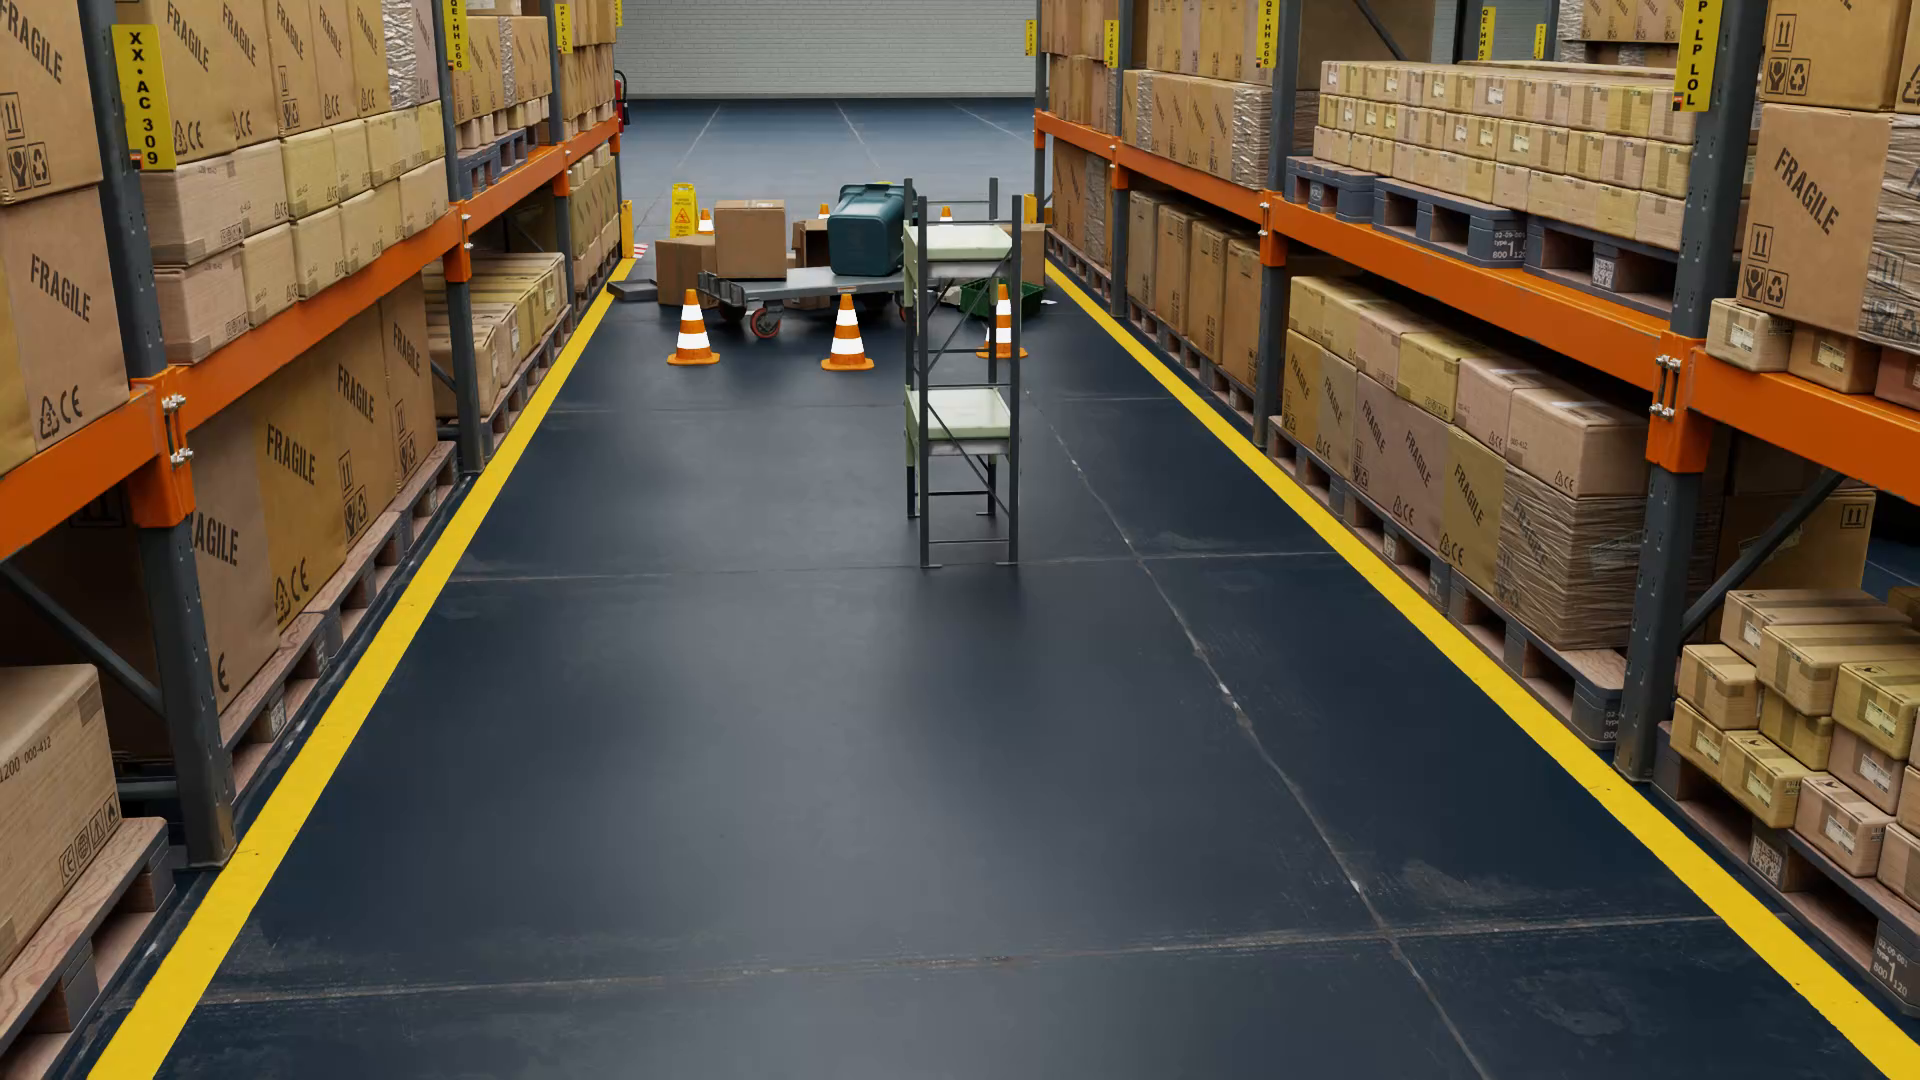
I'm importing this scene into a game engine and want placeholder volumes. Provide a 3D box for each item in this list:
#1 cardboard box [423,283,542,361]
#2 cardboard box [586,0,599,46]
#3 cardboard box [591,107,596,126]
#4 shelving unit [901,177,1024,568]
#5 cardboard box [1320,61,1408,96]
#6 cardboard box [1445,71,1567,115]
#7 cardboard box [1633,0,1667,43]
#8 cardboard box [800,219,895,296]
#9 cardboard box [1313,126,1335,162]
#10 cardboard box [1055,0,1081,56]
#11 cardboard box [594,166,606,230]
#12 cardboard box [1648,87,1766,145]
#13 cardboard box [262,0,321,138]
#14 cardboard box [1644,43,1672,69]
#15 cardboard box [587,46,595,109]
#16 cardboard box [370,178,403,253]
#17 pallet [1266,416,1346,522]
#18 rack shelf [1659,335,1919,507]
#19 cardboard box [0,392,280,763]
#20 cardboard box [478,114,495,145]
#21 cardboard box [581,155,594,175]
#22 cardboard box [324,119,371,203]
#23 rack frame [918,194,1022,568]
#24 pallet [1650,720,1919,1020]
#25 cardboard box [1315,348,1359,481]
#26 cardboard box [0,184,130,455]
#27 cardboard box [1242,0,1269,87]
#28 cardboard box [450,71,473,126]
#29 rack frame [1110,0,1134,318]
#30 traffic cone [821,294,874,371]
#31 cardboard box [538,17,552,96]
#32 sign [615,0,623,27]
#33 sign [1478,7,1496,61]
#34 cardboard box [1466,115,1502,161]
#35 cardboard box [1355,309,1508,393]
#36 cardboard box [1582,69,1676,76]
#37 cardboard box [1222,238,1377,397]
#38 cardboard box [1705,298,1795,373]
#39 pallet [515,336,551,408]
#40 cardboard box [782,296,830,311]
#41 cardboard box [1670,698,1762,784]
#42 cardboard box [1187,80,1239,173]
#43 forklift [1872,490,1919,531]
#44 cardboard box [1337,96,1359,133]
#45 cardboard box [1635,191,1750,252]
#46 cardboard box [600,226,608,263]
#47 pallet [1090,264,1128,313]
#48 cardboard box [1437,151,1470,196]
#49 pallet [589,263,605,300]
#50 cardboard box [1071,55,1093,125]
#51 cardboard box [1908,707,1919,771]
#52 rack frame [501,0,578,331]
[{"bbox_3d":[-3.068,-1.314,10.039,0.950,0.372,0.625,-1,17,-4],"label":"cardboard box"},{"bbox_3d":[-3.161,-4.052,12.744,0.700,0.500,0.500,-2,18,-7],"label":"cardboard box"},{"bbox_3d":[-3.235,-3.533,13.841,0.380,0.149,0.250,-2,18,-6],"label":"cardboard box"},{"bbox_3d":[-0.001,-0.718,6.959,0.431,1.500,0.755,-2,18,-6],"label":"shelving unit"},{"bbox_3d":[1.906,-2.155,7.759,0.380,0.149,0.250,-2,18,-6],"label":"cardboard box"},{"bbox_3d":[2.065,-1.690,6.279,0.380,0.149,0.250,-2,18,-6],"label":"cardboard box"},{"bbox_3d":[6.110,-4.490,14.138,0.500,0.500,0.500,-2,18,-6],"label":"cardboard box"},{"bbox_3d":[-0.884,-2.286,13.393,0.797,0.637,0.503,-2,18,-6],"label":"cardboard box"},{"bbox_3d":[1.896,-1.877,7.865,0.380,0.149,0.250,-2,18,-6],"label":"cardboard box"},{"bbox_3d":[1.296,-4.462,14.329,0.875,0.550,0.550,-2,18,-6],"label":"cardboard box"},{"bbox_3d":[-3.244,-2.846,13.871,0.500,0.500,0.500,-2,18,-7],"label":"cardboard box"},{"bbox_3d":[2.227,-1.222,4.786,0.380,0.149,0.250,-1,17,-3],"label":"cardboard box"},{"bbox_3d":[-2.339,-1.526,5.193,0.500,0.500,0.500,-2,18,-7],"label":"cardboard box"},{"bbox_3d":[6.418,-4.022,14.318,0.875,0.500,0.500,-2,18,-6],"label":"cardboard box"},{"bbox_3d":[-3.229,-3.722,13.363,0.500,0.500,0.500,-2,17,-5],"label":"cardboard box"},{"bbox_3d":[-2.448,-1.236,6.357,0.500,0.250,0.500,-2,18,-6],"label":"cardboard box"},{"bbox_3d":[2.130,-0.372,8.011,1.003,0.211,1.213,-2,18,-6],"label":"pallet"},{"bbox_3d":[2.669,0.195,2.749,1.077,0.370,4.000,-2,18,-6],"label":"rack shelf"},{"bbox_3d":[-2.594,0.070,4.792,0.875,0.875,0.875,-1,17,-4],"label":"cardboard box"},{"bbox_3d":[-2.697,-2.187,8.852,0.380,0.149,0.250,-2,18,-5],"label":"cardboard box"},{"bbox_3d":[-3.106,-2.957,13.141,0.380,0.149,0.250,-1,17,-2],"label":"cardboard box"},{"bbox_3d":[-2.377,-1.324,5.802,0.500,0.250,0.500,-2,18,-7],"label":"cardboard box"},{"bbox_3d":[0.037,-0.609,6.611,0.400,1.500,0.023,-2,18,-6],"label":"rack frame"},{"bbox_3d":[2.568,0.785,4.323,1.003,0.211,1.213,-2,18,-6],"label":"pallet"},{"bbox_3d":[1.925,-0.575,7.473,0.500,0.500,0.500,-2,17,-5],"label":"cardboard box"},{"bbox_3d":[-2.148,-0.478,3.526,0.500,0.500,0.500,-2,18,-5],"label":"cardboard box"},{"bbox_3d":[1.961,-2.745,9.077,0.700,0.500,0.500,-2,18,-6],"label":"cardboard box"},{"bbox_3d":[-2.679,-2.284,8.079,0.500,0.500,0.500,-2,18,-7],"label":"cardboard box"},{"bbox_3d":[1.638,-3.127,12.131,1.000,3.000,0.127,-2,18,-6],"label":"rack frame"},{"bbox_3d":[-0.730,-1.352,10.712,0.336,0.463,0.334,-2,18,-6],"label":"traffic cone"},{"bbox_3d":[-2.999,-3.204,11.010,0.500,0.500,0.500,-2,18,-7],"label":"cardboard box"},{"bbox_3d":[-3.134,-4.851,15.159,0.100,0.325,0.005,-2,18,-6],"label":"sign"},{"bbox_3d":[2.589,-2.470,8.236,0.100,0.325,0.005,-2,18,-6],"label":"sign"},{"bbox_3d":[2.086,-1.471,6.078,0.380,0.149,0.250,-2,18,-5],"label":"cardboard box"},{"bbox_3d":[1.971,-0.789,6.904,0.500,0.250,0.500,-2,18,-5],"label":"cardboard box"},{"bbox_3d":[2.688,-1.783,6.573,0.380,0.149,0.250,-1,17,-3],"label":"cardboard box"},{"bbox_3d":[2.077,-1.247,9.196,1.050,0.750,0.750,-2,18,-6],"label":"cardboard box"},{"bbox_3d":[2.167,-0.530,4.276,0.380,0.149,0.250,-1,17,-4],"label":"cardboard box"},{"bbox_3d":[-3.065,-1.018,10.066,1.003,0.211,1.213,-2,18,-6],"label":"pallet"},{"bbox_3d":[-1.224,-1.949,12.942,0.396,0.266,0.258,16,24,42],"label":"cardboard box"},{"bbox_3d":[2.181,0.534,4.526,0.380,0.149,0.250,-3,18,-8],"label":"cardboard box"},{"bbox_3d":[1.635,-2.407,9.669,0.500,0.500,0.500,-2,18,-7],"label":"cardboard box"},{"bbox_3d":[5.137,-1.699,7.696,3.031,2.935,1.130,-13,22,-35],"label":"forklift"},{"bbox_3d":[1.931,-1.927,7.529,0.380,0.149,0.250,-1,17,-3],"label":"cardboard box"},{"bbox_3d":[2.225,-0.937,4.871,0.380,0.149,0.250,-2,18,-7],"label":"cardboard box"},{"bbox_3d":[-3.232,-2.482,13.964,0.500,0.250,0.500,-2,18,-8],"label":"cardboard box"},{"bbox_3d":[1.637,-2.026,13.278,1.003,0.211,1.213,-2,18,-6],"label":"pallet"},{"bbox_3d":[2.060,-1.404,6.360,0.380,0.149,0.250,-2,18,-7],"label":"cardboard box"},{"bbox_3d":[-3.509,-2.177,13.760,1.003,0.211,1.213,-2,18,-6],"label":"pallet"},{"bbox_3d":[1.416,-3.791,13.994,0.875,0.550,0.500,-2,18,-6],"label":"cardboard box"},{"bbox_3d":[2.387,0.476,3.719,0.380,0.149,0.250,-2,18,-7],"label":"cardboard box"},{"bbox_3d":[-3.275,-2.944,11.548,1.000,3.000,0.127,-2,18,-6],"label":"rack frame"}]
